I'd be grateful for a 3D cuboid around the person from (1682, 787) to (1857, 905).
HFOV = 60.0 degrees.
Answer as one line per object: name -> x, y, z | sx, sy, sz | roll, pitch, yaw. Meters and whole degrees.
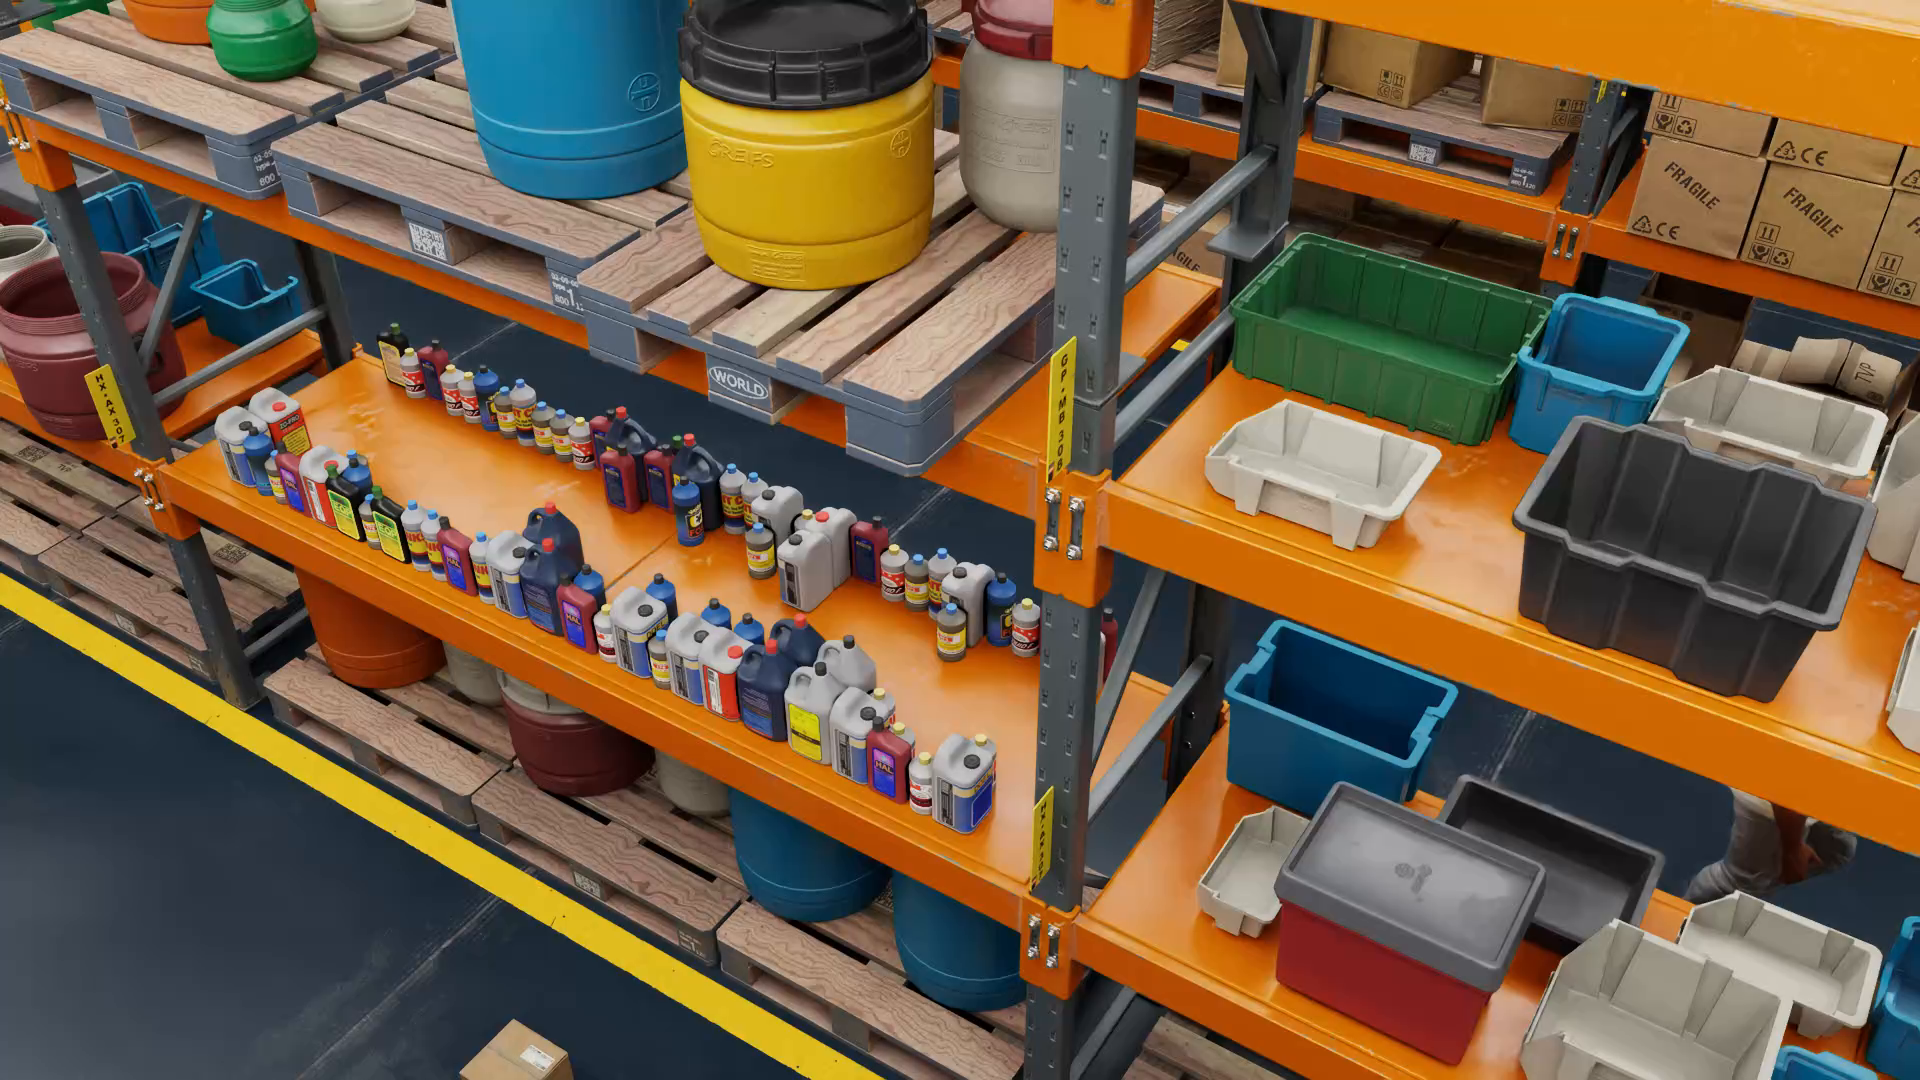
person -> 2.799, 0.850, 5.548 | 0.487, 1.781, 0.623 | 21, 43, 25
